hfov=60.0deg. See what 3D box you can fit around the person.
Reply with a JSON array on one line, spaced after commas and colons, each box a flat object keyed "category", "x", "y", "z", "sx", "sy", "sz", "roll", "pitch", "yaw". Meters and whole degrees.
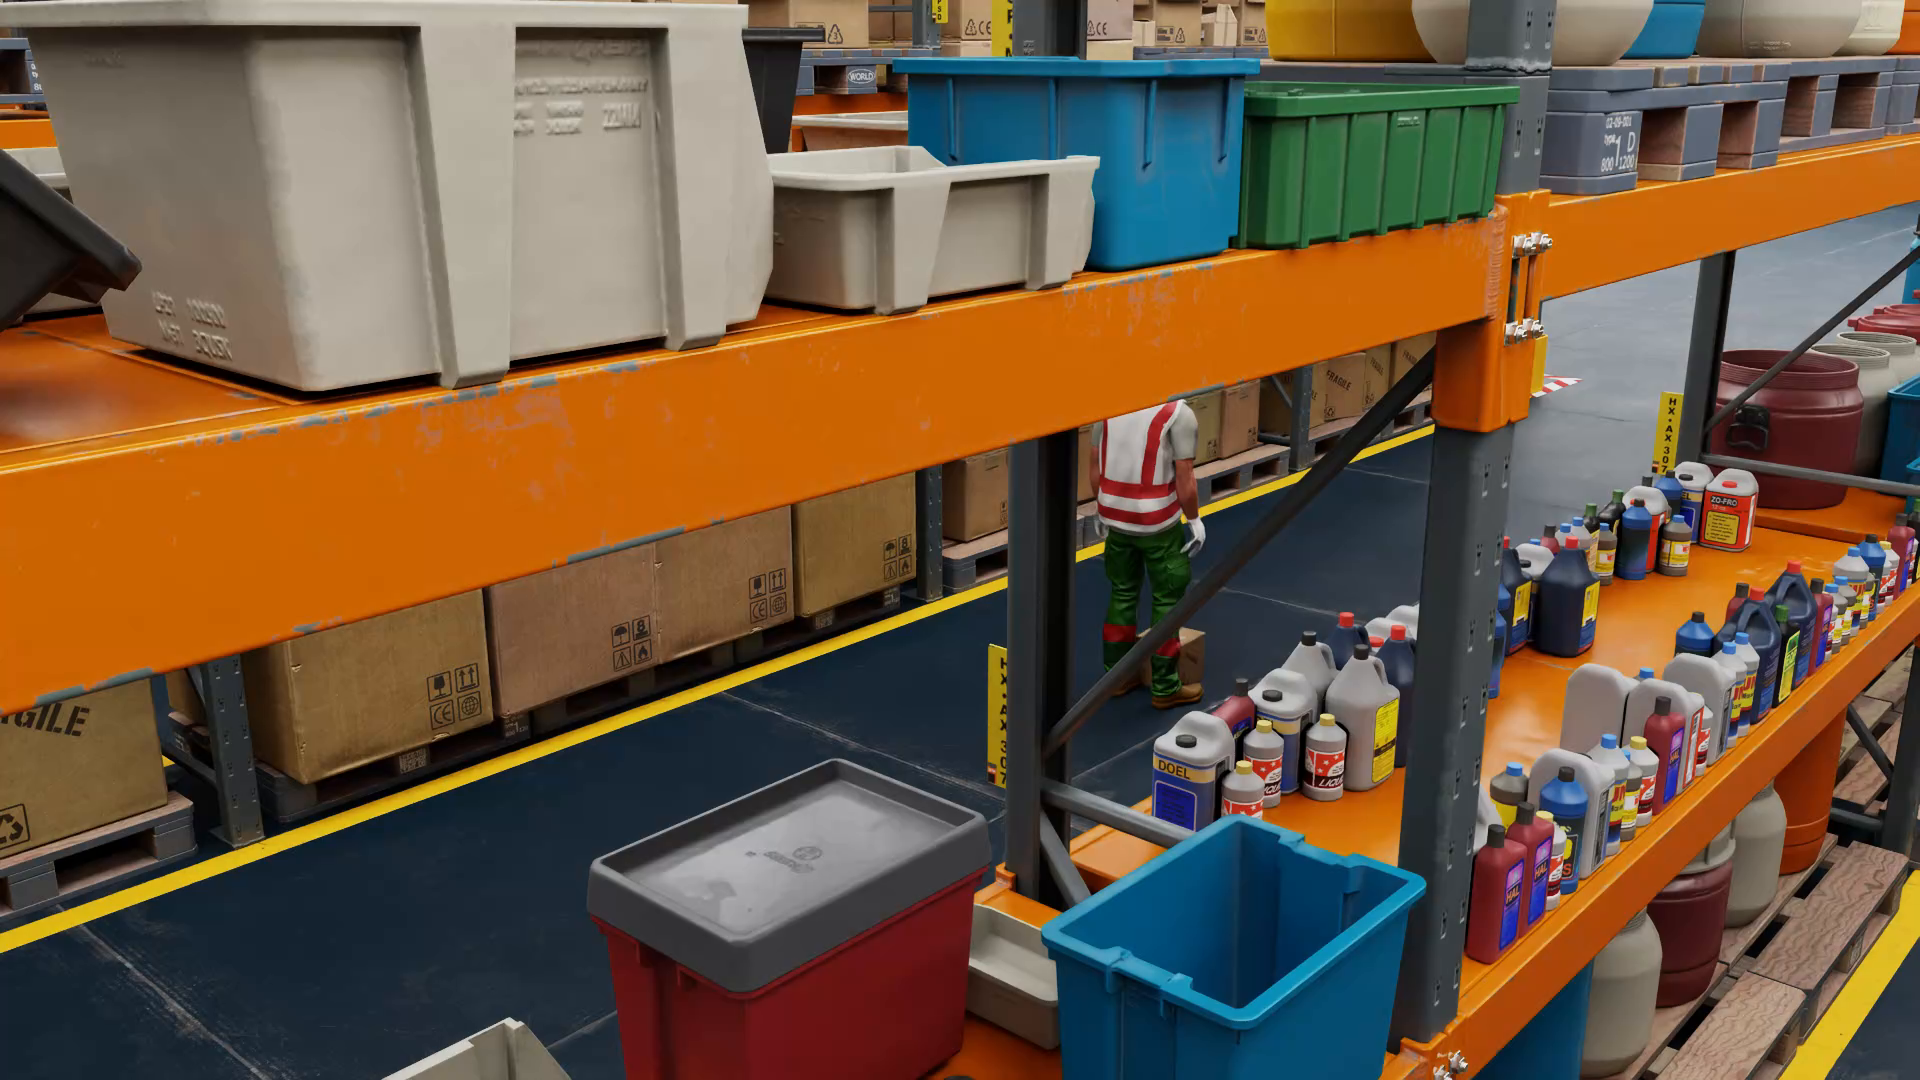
[{"category": "person", "x": 0.884, "y": -0.100, "z": 7.848, "sx": 0.597, "sy": 1.778, "sz": 0.450, "roll": 13, "pitch": 21, "yaw": 37}]
